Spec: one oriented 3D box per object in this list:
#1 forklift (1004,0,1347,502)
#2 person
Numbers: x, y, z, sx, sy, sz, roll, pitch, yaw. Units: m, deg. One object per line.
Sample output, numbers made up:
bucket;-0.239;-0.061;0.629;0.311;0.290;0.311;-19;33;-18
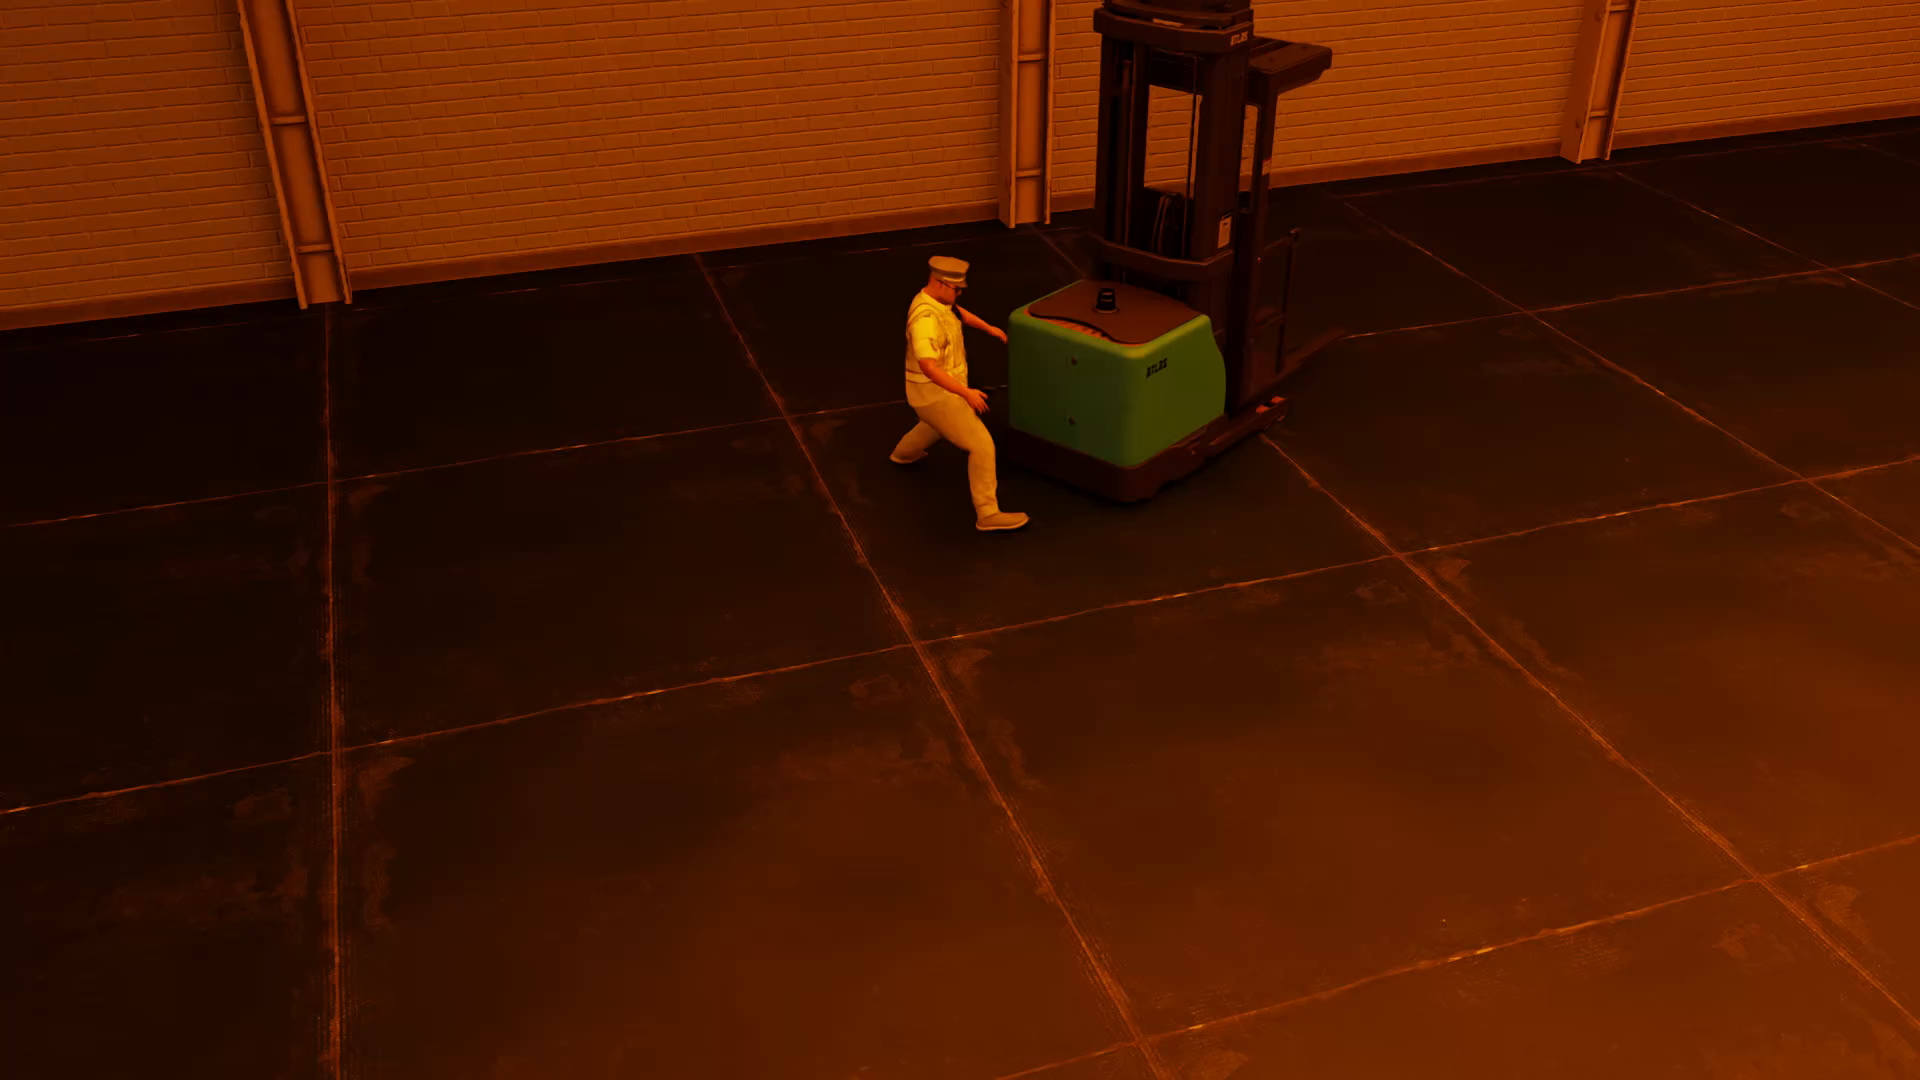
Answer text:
forklift;1.623;-2.162;10.845;1.130;2.935;3.031;23;37;34
person;-0.008;-0.969;10.186;0.966;1.600;1.066;4;30;6
